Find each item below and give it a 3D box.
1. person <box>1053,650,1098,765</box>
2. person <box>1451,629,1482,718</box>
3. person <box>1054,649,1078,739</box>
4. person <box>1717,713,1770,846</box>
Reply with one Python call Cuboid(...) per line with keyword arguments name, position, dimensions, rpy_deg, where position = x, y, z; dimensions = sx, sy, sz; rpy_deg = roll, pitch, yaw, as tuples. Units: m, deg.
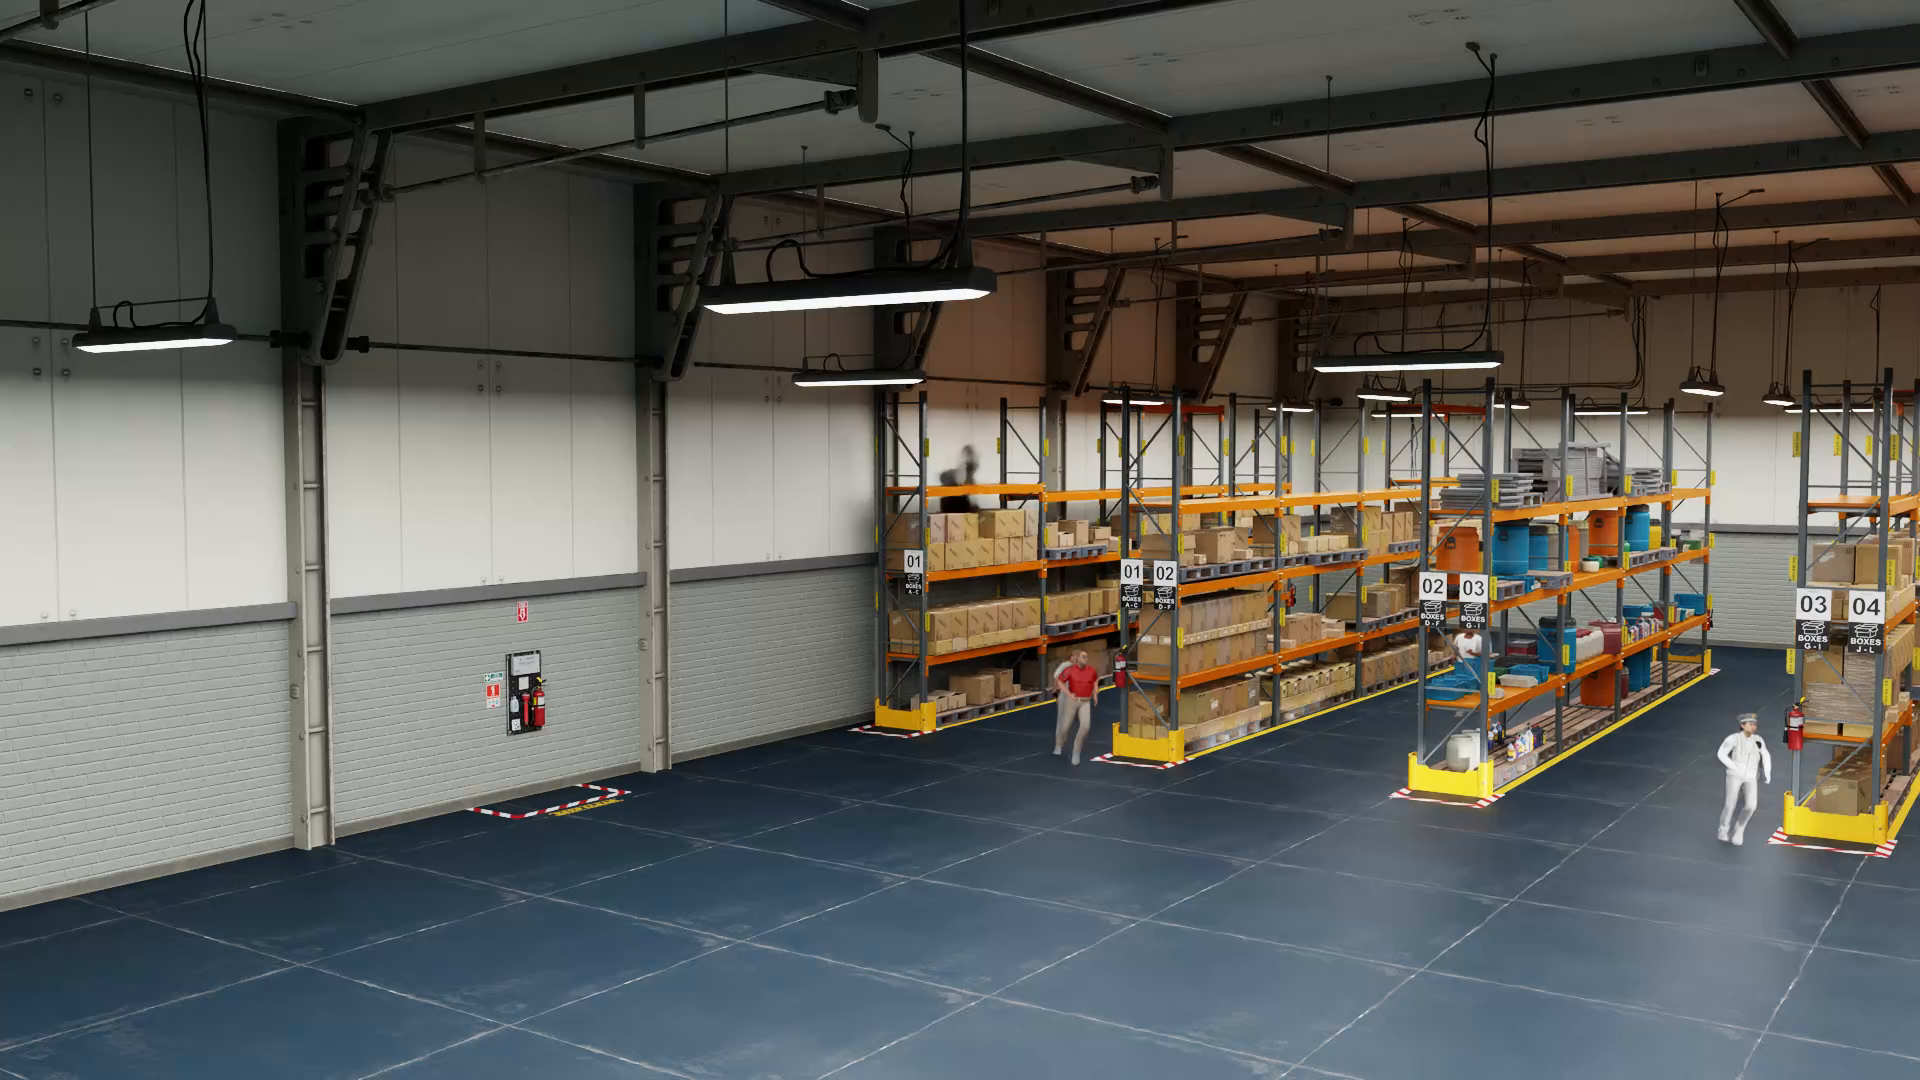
Cuboid(name="person", position=(1.852, 2.648, 26.158), dimensions=(0.718, 1.683, 0.694), rpy_deg=(-1, 3, -11))
Cuboid(name="person", position=(9.496, 2.394, 31.054), dimensions=(0.674, 1.828, 0.782), rpy_deg=(2, 4, 30))
Cuboid(name="person", position=(1.826, 2.584, 27.483), dimensions=(0.575, 1.576, 0.821), rpy_deg=(0, 3, 7))
Cuboid(name="person", position=(9.880, 3.010, 20.969), dimensions=(0.644, 1.676, 0.581), rpy_deg=(0, 3, 8))
